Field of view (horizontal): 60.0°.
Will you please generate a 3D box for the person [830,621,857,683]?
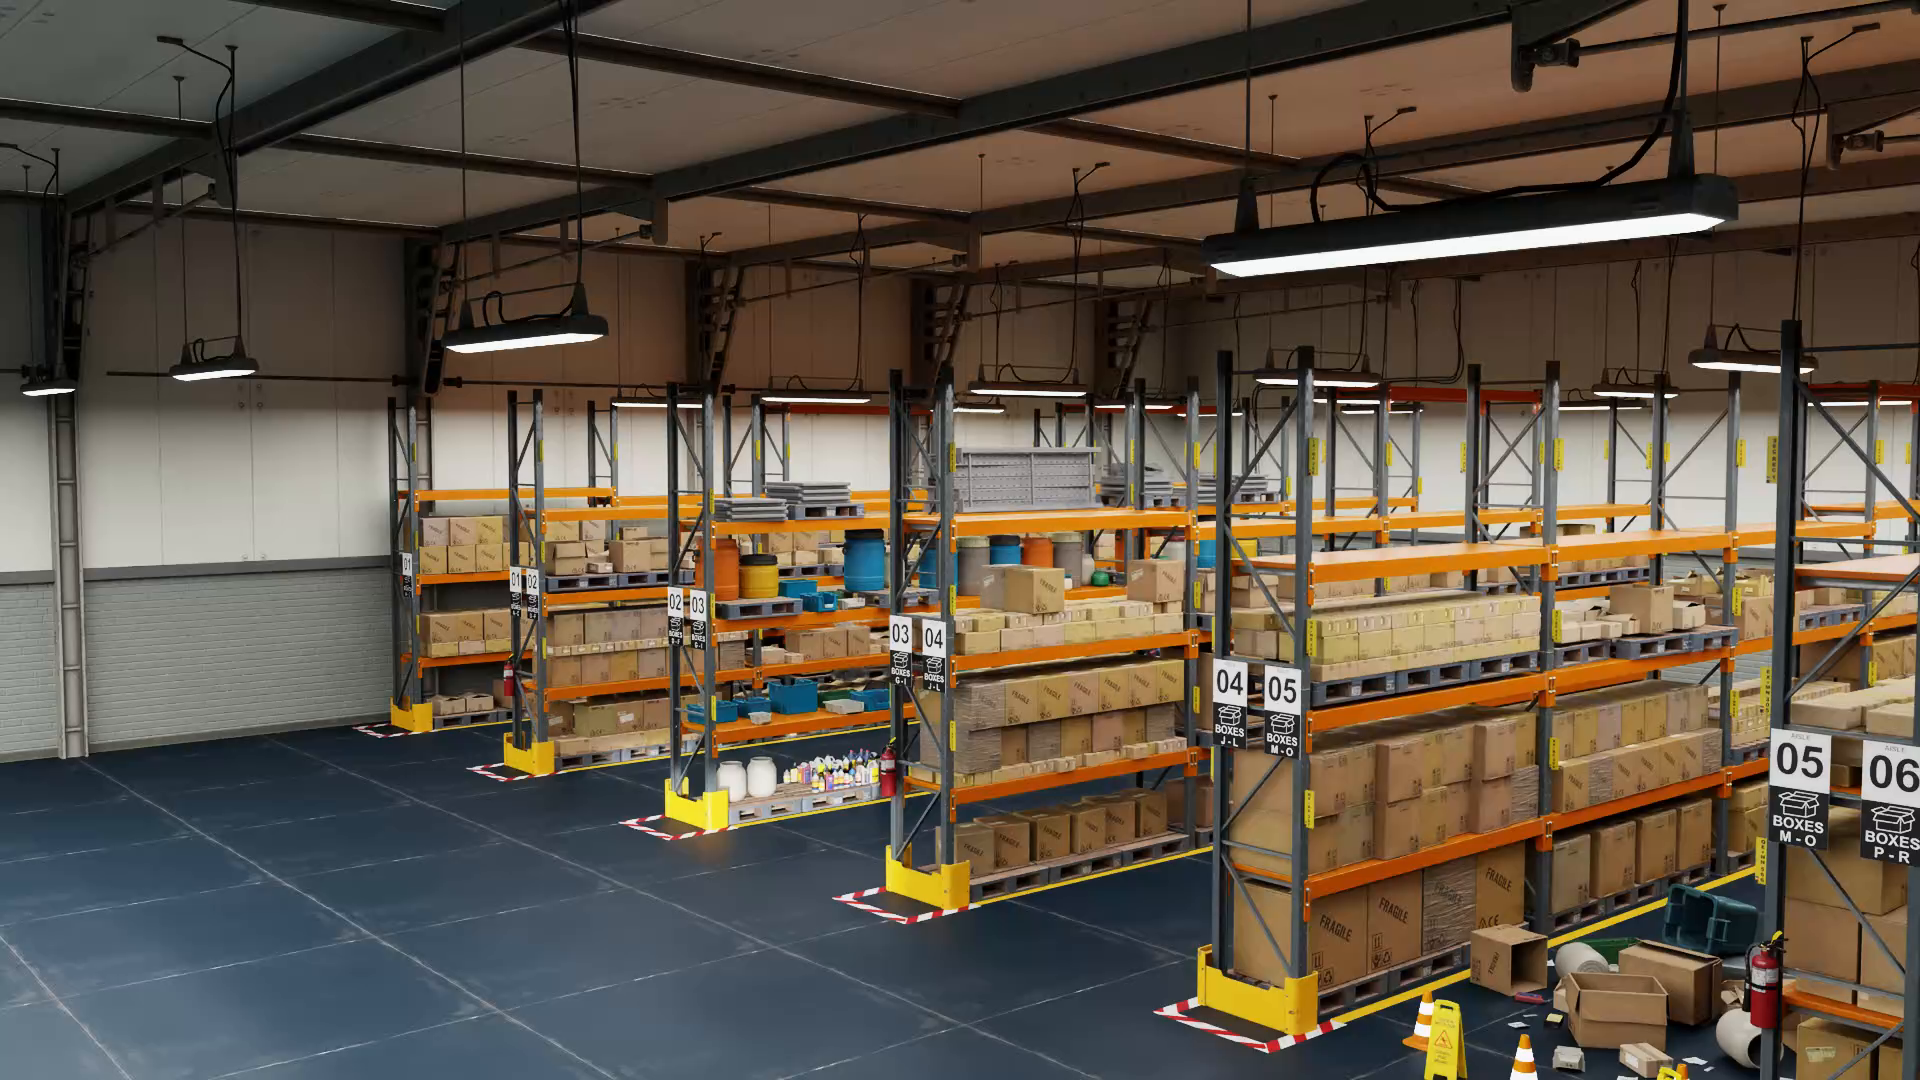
[{"bbox_3d":[-2.336,2.099,33.254,0.731,1.777,0.584,-3,5,-44],"label":"person"}]
